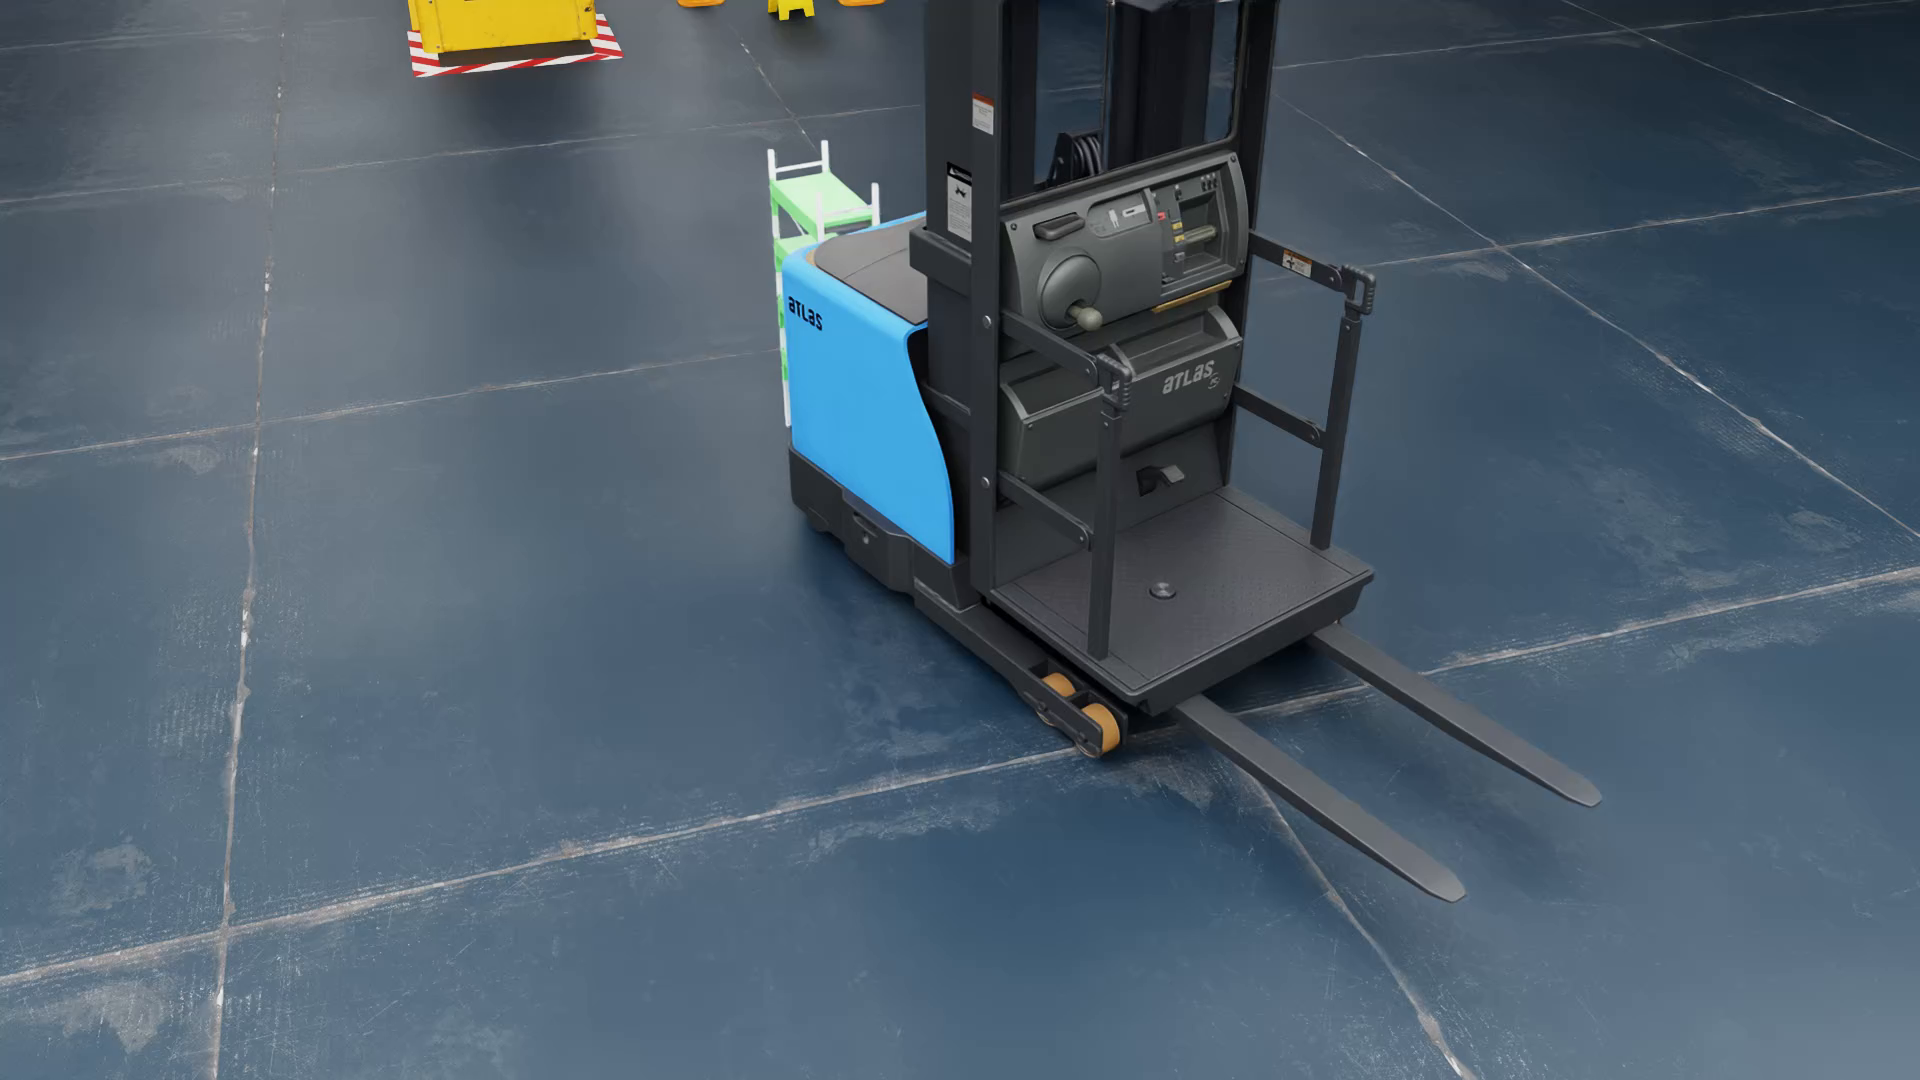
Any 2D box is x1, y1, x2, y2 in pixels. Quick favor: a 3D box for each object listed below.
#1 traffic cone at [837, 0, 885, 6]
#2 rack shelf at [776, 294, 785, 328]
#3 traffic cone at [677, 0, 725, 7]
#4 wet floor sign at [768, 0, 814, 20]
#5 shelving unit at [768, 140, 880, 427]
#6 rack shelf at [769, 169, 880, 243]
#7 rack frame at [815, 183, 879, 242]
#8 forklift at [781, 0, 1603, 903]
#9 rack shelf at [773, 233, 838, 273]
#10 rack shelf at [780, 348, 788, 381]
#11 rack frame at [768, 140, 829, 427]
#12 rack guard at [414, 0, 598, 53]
[{"bbox_3d":[-0.742,-4.196,12.181,0.336,0.463,0.334,-10,35,-15],"label":"traffic cone"},{"bbox_3d":[-0.514,-0.832,6.537,0.258,0.148,0.480,-15,36,-21],"label":"rack shelf"},{"bbox_3d":[-1.922,-4.185,12.163,0.336,0.463,0.334,-10,35,-15],"label":"traffic cone"},{"bbox_3d":[-1.218,-4.061,11.811,0.267,0.644,0.232,-16,37,-23],"label":"wet floor sign"},{"bbox_3d":[-0.514,-0.885,6.501,0.258,1.200,0.503,-15,36,-21],"label":"shelving unit"},{"bbox_3d":[-0.514,-1.232,6.272,0.258,0.148,0.480,-15,36,-21],"label":"rack shelf"},{"bbox_3d":[-0.407,-0.764,6.318,0.240,1.200,0.015,-15,36,-21],"label":"rack frame"},{"bbox_3d":[0.649,-0.852,4.881,1.130,2.935,3.031,-23,40,-30],"label":"forklift"},{"bbox_3d":[-0.514,-1.032,6.404,0.258,0.148,0.480,-15,36,-21],"label":"rack shelf"},{"bbox_3d":[-0.514,-0.632,6.669,0.258,0.148,0.480,-15,36,-21],"label":"rack shelf"},{"bbox_3d":[-0.620,-1.006,6.685,0.240,1.200,0.015,-15,36,-21],"label":"rack frame"},{"bbox_3d":[-3.105,-3.670,11.351,1.175,0.500,0.348,-10,35,-15],"label":"rack guard"}]
